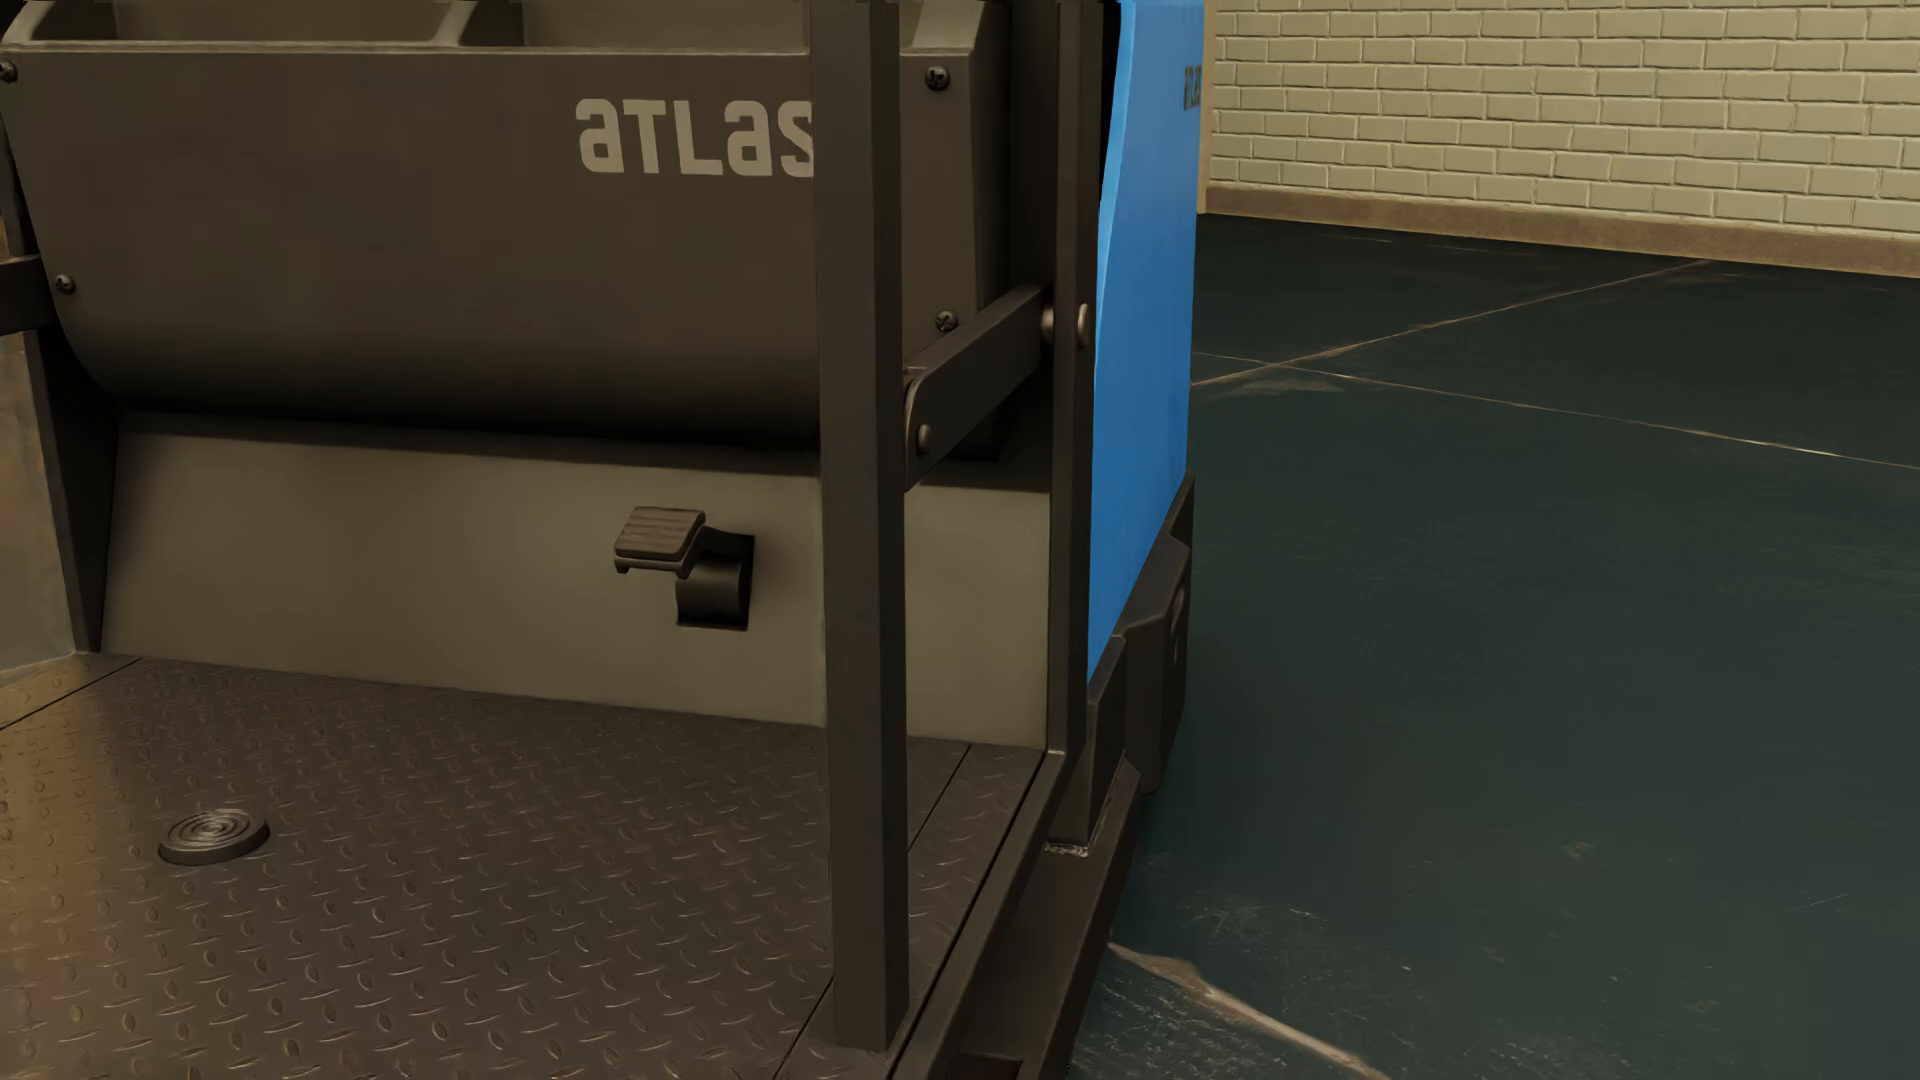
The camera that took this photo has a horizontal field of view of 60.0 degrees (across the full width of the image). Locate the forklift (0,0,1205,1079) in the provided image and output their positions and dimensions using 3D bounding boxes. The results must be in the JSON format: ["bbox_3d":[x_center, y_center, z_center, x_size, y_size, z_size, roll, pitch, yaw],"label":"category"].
[{"bbox_3d":[-0.475,-0.841,1.148,1.130,2.935,3.031,4,18,13],"label":"forklift"}]
